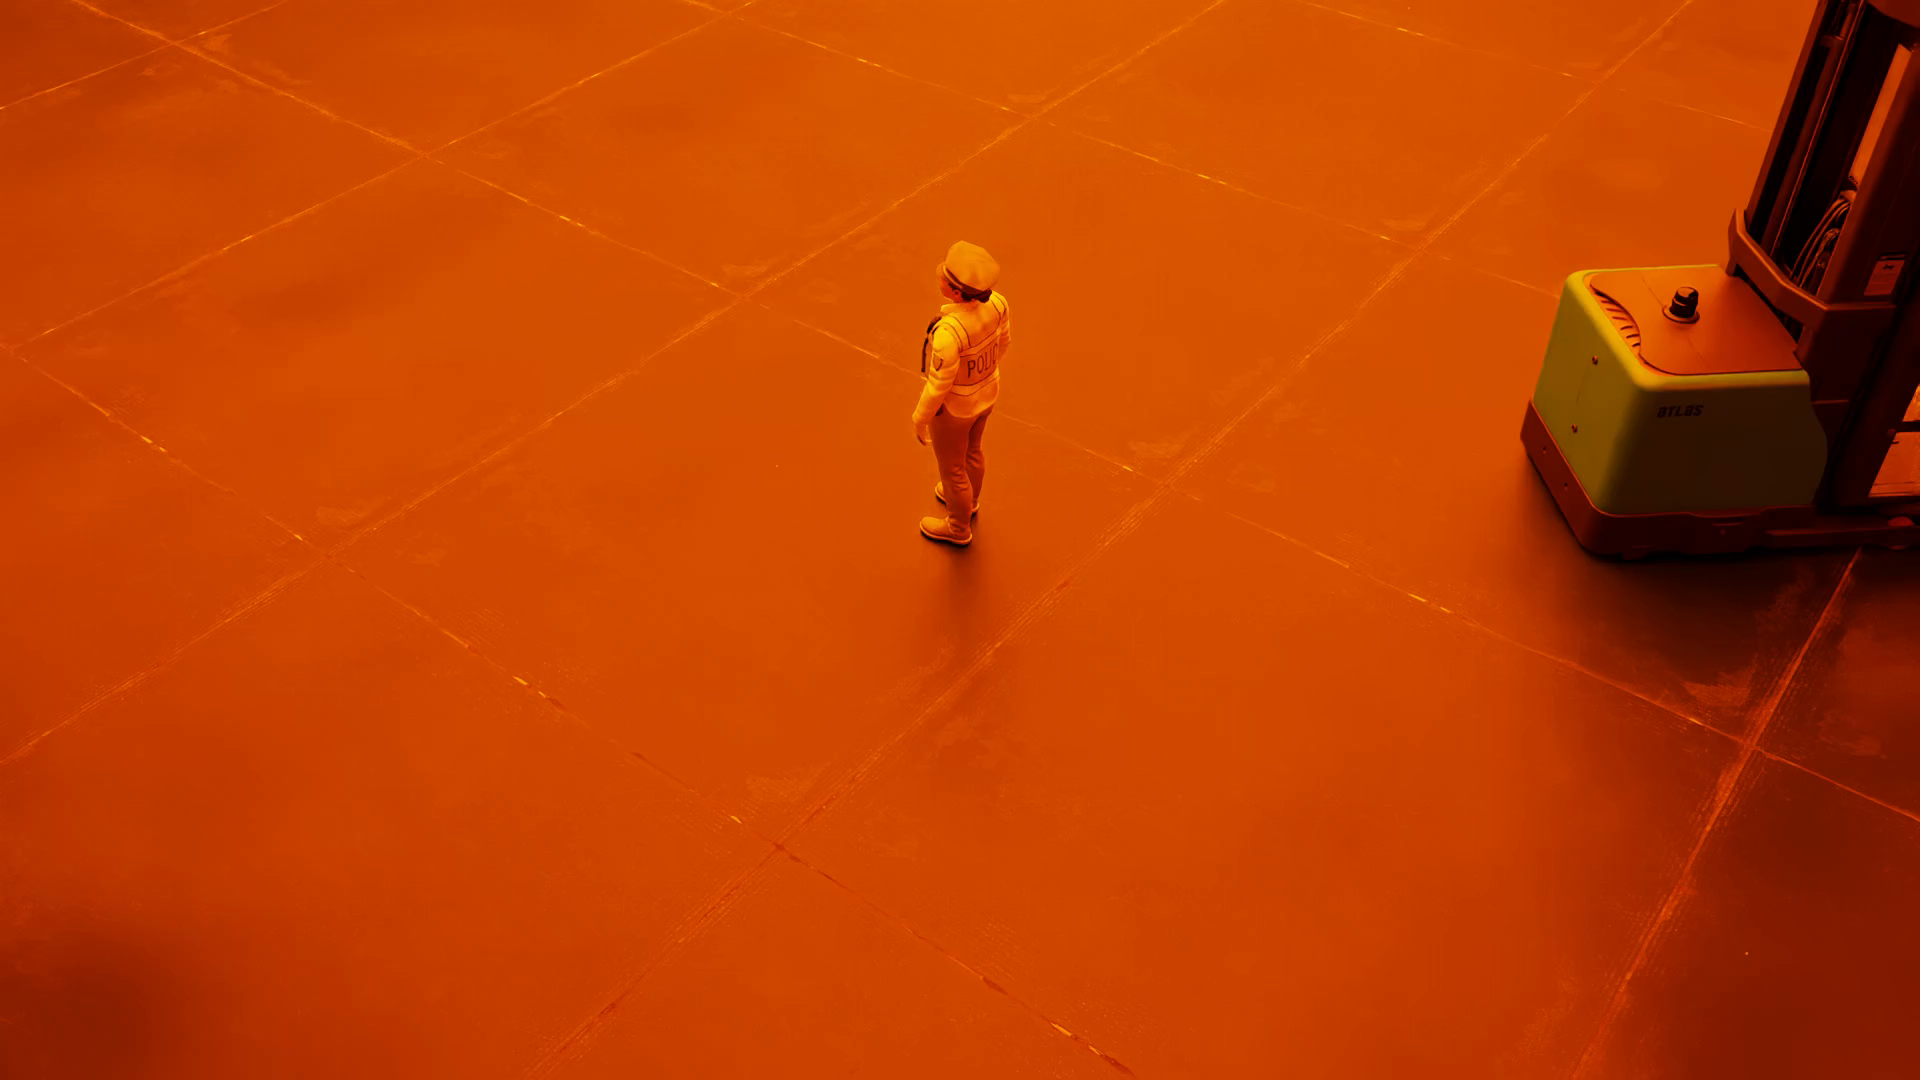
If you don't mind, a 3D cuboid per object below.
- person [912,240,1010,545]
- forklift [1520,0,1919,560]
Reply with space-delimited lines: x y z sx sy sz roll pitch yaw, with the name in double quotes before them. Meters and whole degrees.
"person" -0.049 -0.680 7.814 0.534 1.696 0.587 26 47 28
"forklift" 4.530 -1.408 7.726 3.031 2.935 1.130 -3 41 -4
